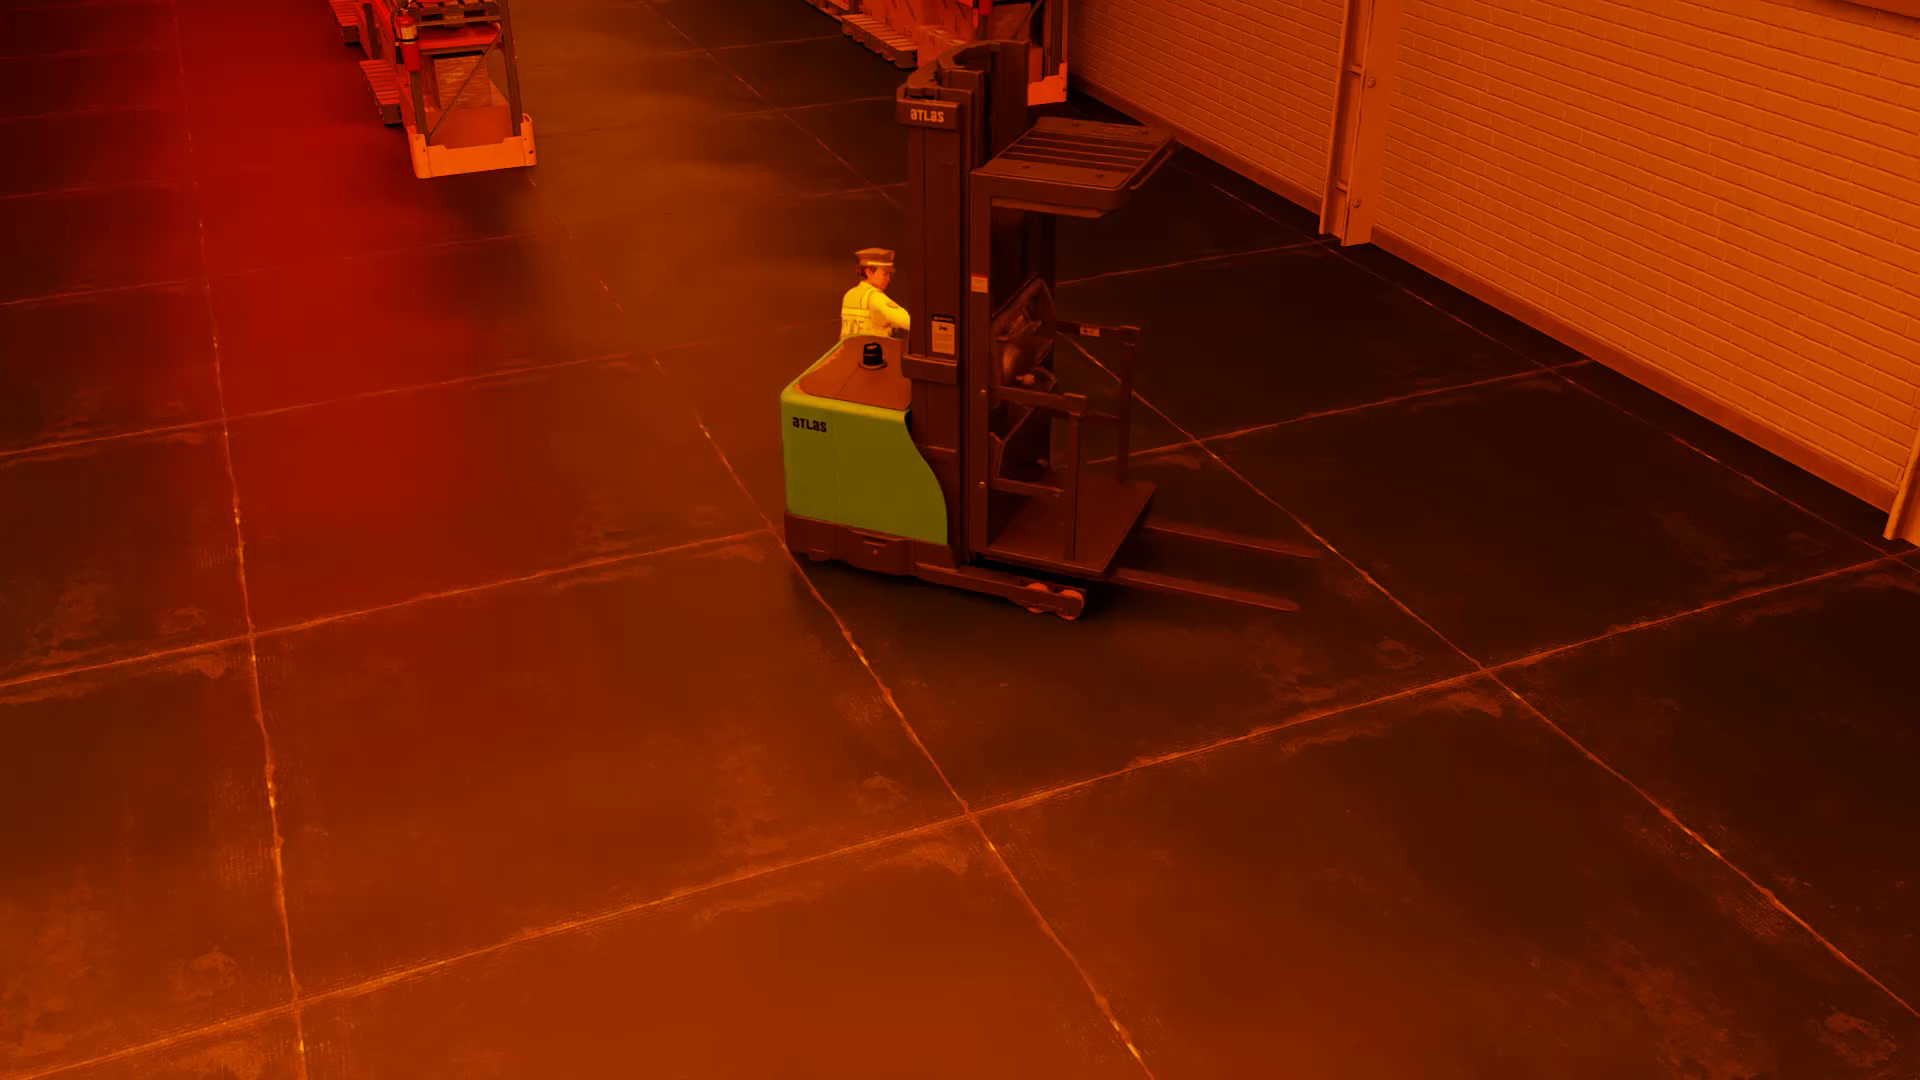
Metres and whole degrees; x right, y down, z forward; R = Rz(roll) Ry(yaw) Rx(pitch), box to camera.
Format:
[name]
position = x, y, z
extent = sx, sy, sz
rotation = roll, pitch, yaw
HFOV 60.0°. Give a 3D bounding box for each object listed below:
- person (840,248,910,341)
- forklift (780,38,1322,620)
[person]
position = -0.449, -1.206, 10.743
extent = 0.740, 1.414, 0.871
rotation = 21, 36, 32
[forklift]
position = 0.536, -1.126, 9.089
extent = 3.031, 2.935, 1.130
rotation = 11, 32, 19
